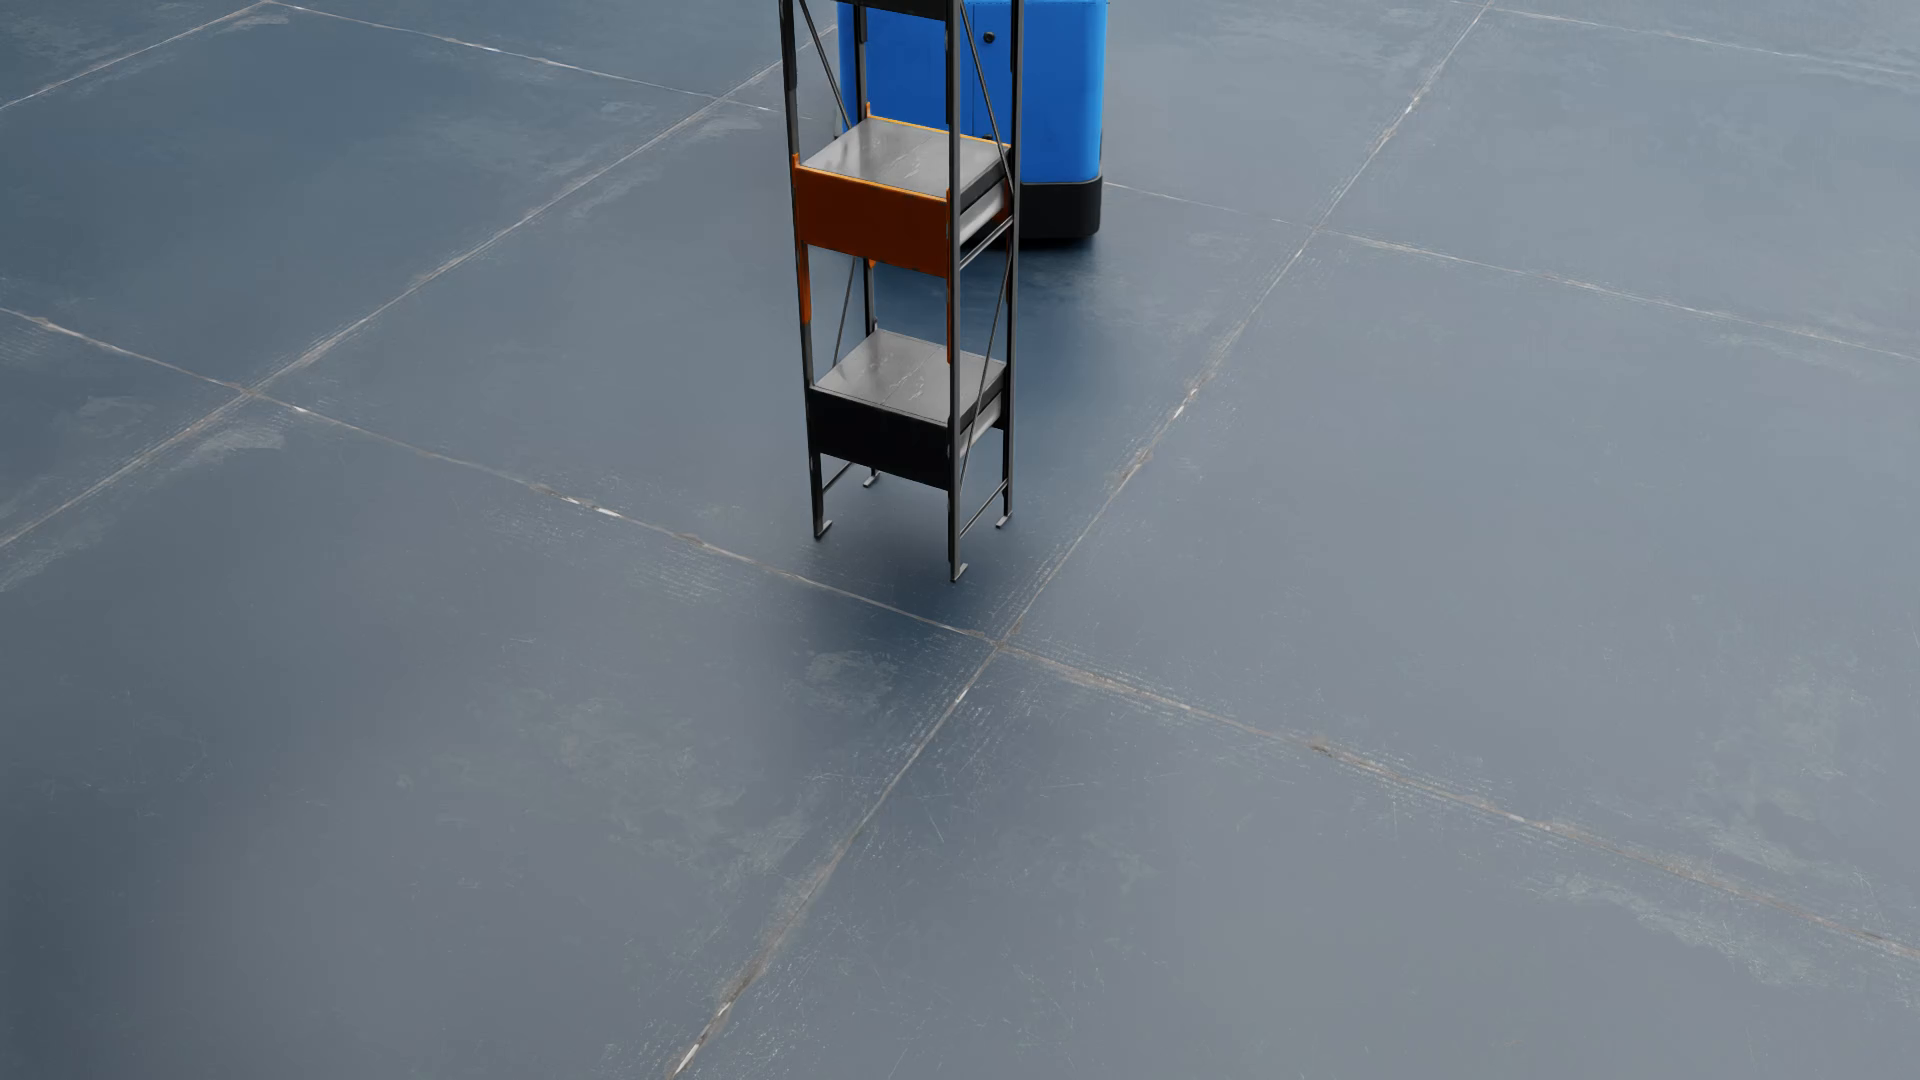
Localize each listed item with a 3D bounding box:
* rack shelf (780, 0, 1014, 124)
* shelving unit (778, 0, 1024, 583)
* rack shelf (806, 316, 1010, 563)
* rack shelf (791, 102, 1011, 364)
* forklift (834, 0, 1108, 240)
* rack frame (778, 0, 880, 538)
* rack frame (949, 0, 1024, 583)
[{"bbox_3d":[-0.147,-1.429,4.261,0.480,0.518,0.431,17,41,21],"label":"rack shelf"},{"bbox_3d":[-0.147,-0.882,4.676,0.503,2.100,0.431,17,41,21],"label":"shelving unit"},{"bbox_3d":[-0.147,-0.314,5.107,0.480,0.518,0.431,17,41,21],"label":"rack shelf"},{"bbox_3d":[-0.147,-0.872,4.684,0.480,0.518,0.431,17,41,21],"label":"rack shelf"},{"bbox_3d":[0.001,-3.241,7.096,1.130,2.935,3.031,-1,37,-2],"label":"forklift"},{"bbox_3d":[-0.364,-0.950,4.765,0.015,2.100,0.400,17,41,21],"label":"rack frame"},{"bbox_3d":[0.070,-0.815,4.586,0.015,2.100,0.400,17,41,21],"label":"rack frame"}]
